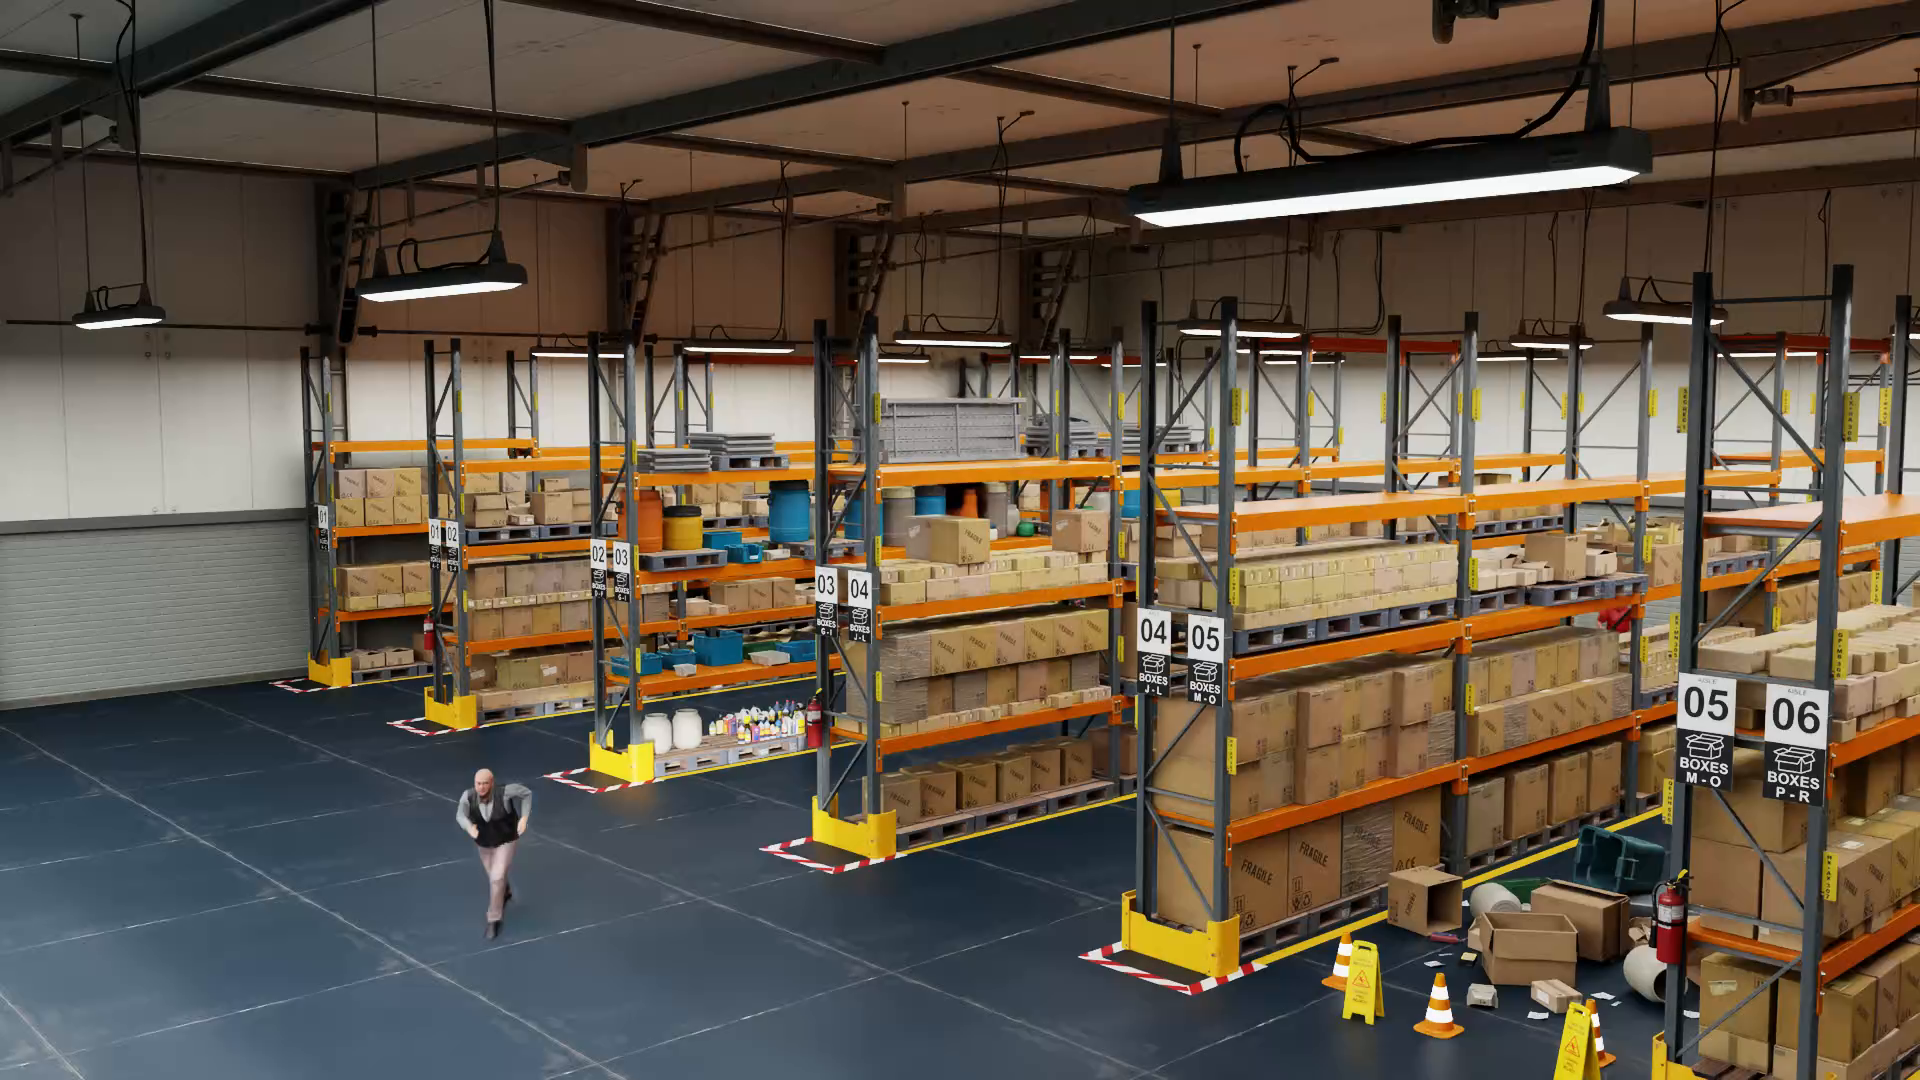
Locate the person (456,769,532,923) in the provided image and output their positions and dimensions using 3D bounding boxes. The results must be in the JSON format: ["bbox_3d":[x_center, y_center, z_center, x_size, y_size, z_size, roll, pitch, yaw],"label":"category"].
[{"bbox_3d":[-4.471,2.879,16.082,0.697,1.507,0.970,0,5,-2],"label":"person"}]

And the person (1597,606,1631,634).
[{"bbox_3d":[11.612,1.854,29.460,0.664,1.483,0.585,-1,5,-7],"label":"person"}]
